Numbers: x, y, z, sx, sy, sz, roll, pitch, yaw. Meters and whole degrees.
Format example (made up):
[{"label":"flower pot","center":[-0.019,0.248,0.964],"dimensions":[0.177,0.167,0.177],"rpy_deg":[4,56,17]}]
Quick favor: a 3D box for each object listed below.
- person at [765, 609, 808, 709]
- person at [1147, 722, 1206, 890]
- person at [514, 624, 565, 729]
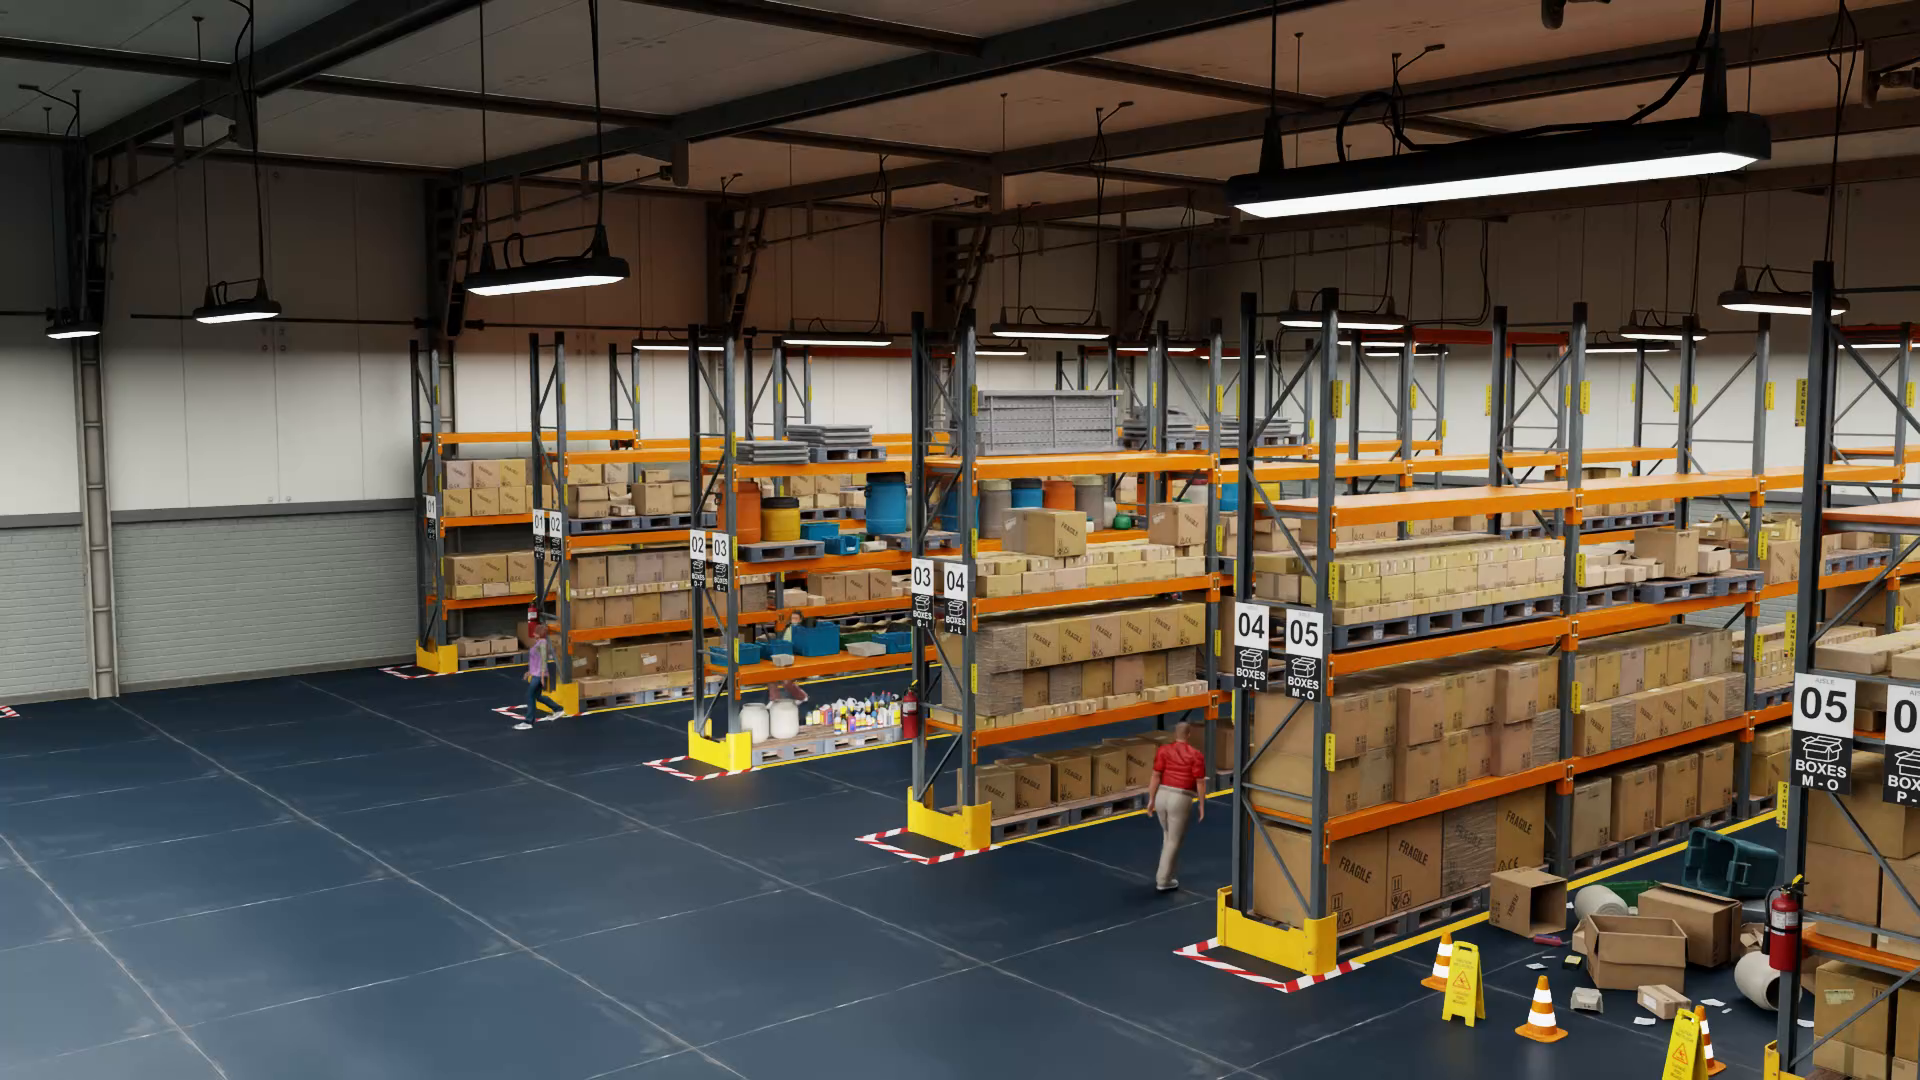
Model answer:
[{"label":"person","center":[-2.641,1.818,25.477],"dimensions":[0.467,1.487,0.730],"rpy_deg":[4,6,35]},{"label":"person","center":[2.224,2.760,17.097],"dimensions":[0.543,1.784,0.600],"rpy_deg":[5,7,43]},{"label":"person","center":[-6.377,2.048,25.159],"dimensions":[0.761,1.572,0.420],"rpy_deg":[-2,6,-16]}]
